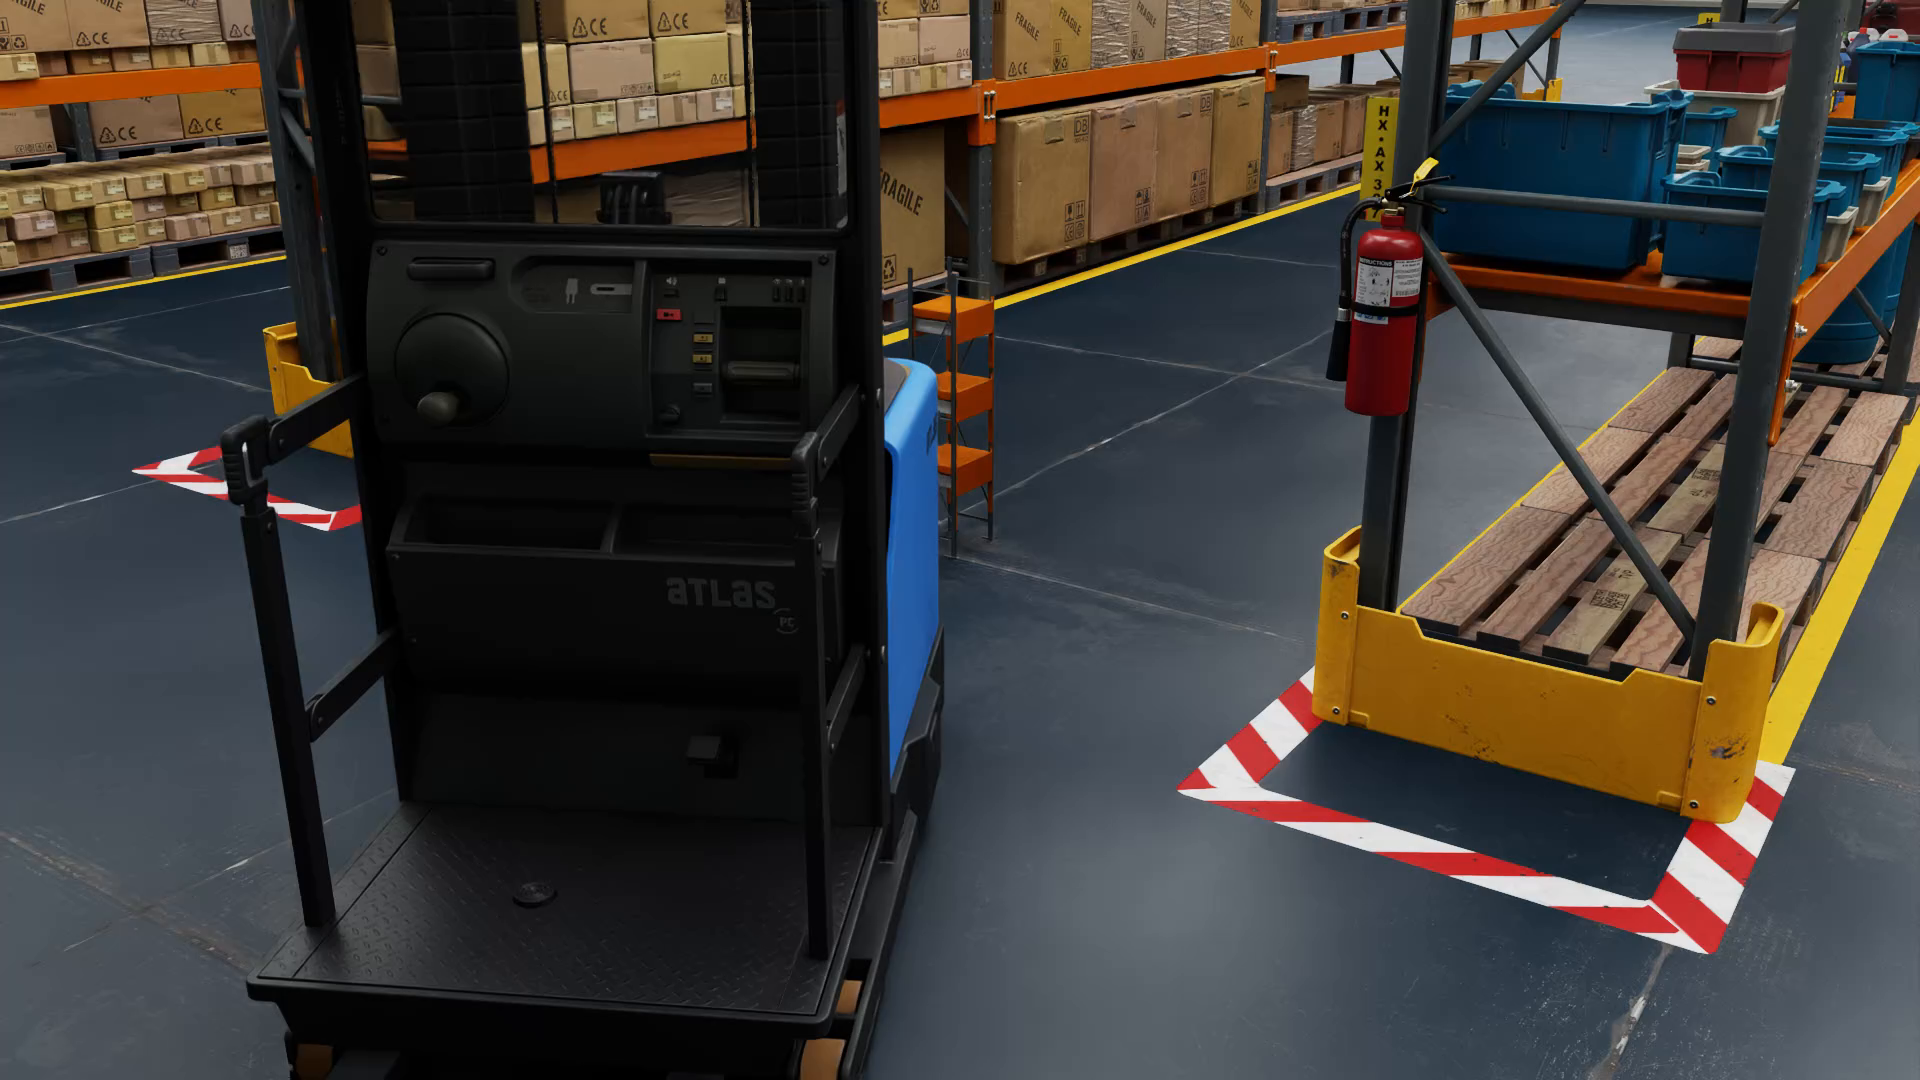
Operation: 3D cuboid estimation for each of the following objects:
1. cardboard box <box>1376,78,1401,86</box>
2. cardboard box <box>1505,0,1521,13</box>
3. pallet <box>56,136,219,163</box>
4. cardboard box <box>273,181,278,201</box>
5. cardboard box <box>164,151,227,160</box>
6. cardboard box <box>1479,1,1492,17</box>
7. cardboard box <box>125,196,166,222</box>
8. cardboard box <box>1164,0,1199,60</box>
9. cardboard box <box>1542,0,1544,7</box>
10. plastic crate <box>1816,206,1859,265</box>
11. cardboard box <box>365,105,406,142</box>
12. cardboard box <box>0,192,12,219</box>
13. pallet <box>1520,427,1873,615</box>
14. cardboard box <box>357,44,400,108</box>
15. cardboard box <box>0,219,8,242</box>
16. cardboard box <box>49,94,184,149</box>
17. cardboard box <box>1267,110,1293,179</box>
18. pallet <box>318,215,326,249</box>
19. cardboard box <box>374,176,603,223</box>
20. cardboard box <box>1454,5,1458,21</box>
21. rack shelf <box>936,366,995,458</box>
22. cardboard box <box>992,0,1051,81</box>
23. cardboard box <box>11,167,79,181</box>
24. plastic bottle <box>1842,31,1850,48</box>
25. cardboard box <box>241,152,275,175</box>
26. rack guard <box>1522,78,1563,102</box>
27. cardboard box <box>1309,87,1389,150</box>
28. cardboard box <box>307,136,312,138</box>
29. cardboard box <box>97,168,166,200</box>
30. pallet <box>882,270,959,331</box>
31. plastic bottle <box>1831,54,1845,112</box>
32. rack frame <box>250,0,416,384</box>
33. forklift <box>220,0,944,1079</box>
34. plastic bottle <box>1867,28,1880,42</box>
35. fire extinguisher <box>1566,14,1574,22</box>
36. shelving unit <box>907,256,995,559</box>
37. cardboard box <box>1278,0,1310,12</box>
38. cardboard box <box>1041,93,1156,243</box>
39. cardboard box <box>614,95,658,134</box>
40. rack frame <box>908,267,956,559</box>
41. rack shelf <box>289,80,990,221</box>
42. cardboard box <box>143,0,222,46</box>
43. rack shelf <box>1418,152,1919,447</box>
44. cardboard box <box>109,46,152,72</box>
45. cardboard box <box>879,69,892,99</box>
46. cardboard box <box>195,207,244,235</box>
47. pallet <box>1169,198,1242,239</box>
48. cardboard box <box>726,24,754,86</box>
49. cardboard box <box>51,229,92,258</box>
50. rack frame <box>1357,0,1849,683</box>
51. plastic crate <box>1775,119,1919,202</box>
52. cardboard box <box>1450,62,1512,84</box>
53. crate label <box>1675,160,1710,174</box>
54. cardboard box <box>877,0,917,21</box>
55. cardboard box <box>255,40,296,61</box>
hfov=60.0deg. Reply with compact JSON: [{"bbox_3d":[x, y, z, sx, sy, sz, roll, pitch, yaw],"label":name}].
[{"bbox_3d":[4.500,-4.379,16.778,0.500,0.500,0.500,12,24,30],"label":"cardboard box"},{"bbox_3d":[5.745,-5.705,17.725,0.380,0.149,0.250,13,24,32],"label":"cardboard box"},{"bbox_3d":[-8.080,-3.813,16.269,1.003,0.211,1.213,13,24,32],"label":"pallet"},{"bbox_3d":[-4.842,-2.505,11.790,0.380,0.149,0.250,14,24,33],"label":"cardboard box"},{"bbox_3d":[-5.394,-2.649,11.748,0.380,0.149,0.250,12,24,30],"label":"cardboard box"},{"bbox_3d":[5.188,-5.416,16.946,0.380,0.149,0.250,13,24,32],"label":"cardboard box"},{"bbox_3d":[-5.473,-2.203,10.971,0.380,0.149,0.250,12,23,29],"label":"cardboard box"},{"bbox_3d":[1.346,-3.665,11.706,0.500,0.500,0.500,12,24,30],"label":"cardboard box"},{"bbox_3d":[6.360,-6.084,18.751,0.380,0.149,0.250,13,24,32],"label":"cardboard box"},{"bbox_3d":[2.252,-0.826,4.467,0.250,0.136,0.298,13,24,32],"label":"plastic crate"},{"bbox_3d":[-2.576,-1.853,7.313,0.380,0.149,0.250,14,24,33],"label":"cardboard box"},{"bbox_3d":[-5.974,-2.024,10.059,0.380,0.149,0.250,12,23,29],"label":"cardboard box"},{"bbox_3d":[2.775,-0.108,6.254,1.003,0.211,1.213,13,24,32],"label":"pallet"},{"bbox_3d":[-2.451,-2.064,7.310,0.500,0.250,0.500,13,24,31],"label":"cardboard box"},{"bbox_3d":[-6.042,-1.900,10.154,0.380,0.149,0.250,14,25,34],"label":"cardboard box"},{"bbox_3d":[-8.169,-4.279,15.966,0.875,0.875,0.875,14,25,33],"label":"cardboard box"},{"bbox_3d":[2.353,-3.330,13.913,0.700,0.500,0.500,12,23,29],"label":"cardboard box"},{"bbox_3d":[-4.649,-2.441,12.560,1.003,0.211,1.213,13,24,32],"label":"pallet"},{"bbox_3d":[-2.210,-1.204,7.654,0.875,0.875,0.875,13,24,32],"label":"cardboard box"},{"bbox_3d":[4.611,-5.133,16.180,0.380,0.149,0.250,13,24,32],"label":"cardboard box"},{"bbox_3d":[-0.030,-0.467,6.045,0.215,0.259,0.240,13,24,32],"label":"rack shelf"},{"bbox_3d":[0.210,-3.082,10.130,0.500,0.500,0.500,13,24,32],"label":"cardboard box"},{"bbox_3d":[-6.034,-2.363,10.976,0.380,0.149,0.250,12,24,30],"label":"cardboard box"},{"bbox_3d":[5.206,-2.856,9.830,0.061,0.283,0.133,13,24,32],"label":"plastic bottle"},{"bbox_3d":[-4.816,-2.626,11.686,0.380,0.149,0.250,12,23,29],"label":"cardboard box"},{"bbox_3d":[6.448,-5.201,19.605,1.175,0.500,0.348,13,24,32],"label":"rack guard"},{"bbox_3d":[3.595,-3.976,15.660,0.700,0.500,0.500,13,24,31],"label":"cardboard box"},{"bbox_3d":[-4.869,-2.961,12.594,0.380,0.149,0.250,15,25,34],"label":"cardboard box"},{"bbox_3d":[-5.436,-2.339,10.910,0.380,0.149,0.250,14,25,34],"label":"cardboard box"},{"bbox_3d":[-0.747,-1.441,9.858,1.003,0.211,1.213,13,24,32],"label":"pallet"},{"bbox_3d":[4.310,-2.316,8.272,0.144,0.351,0.185,13,24,32],"label":"plastic bottle"},{"bbox_3d":[-2.504,-1.805,6.820,1.000,3.000,0.127,13,24,32],"label":"rack frame"},{"bbox_3d":[-0.724,-0.372,3.045,1.130,2.935,3.031,2,20,6],"label":"forklift"},{"bbox_3d":[5.579,-3.015,10.270,0.152,0.276,0.135,13,24,32],"label":"plastic bottle"},{"bbox_3d":[6.936,-6.302,19.090,0.296,0.674,0.183,13,24,32],"label":"fire extinguisher"},{"bbox_3d":[-0.030,-0.477,6.041,0.215,1.050,0.252,13,24,32],"label":"shelving unit"},{"bbox_3d":[2.495,-4.686,13.861,0.700,0.500,0.500,18,27,40],"label":"cardboard box"},{"bbox_3d":[0.590,-2.597,11.419,1.225,0.875,0.875,12,24,30],"label":"cardboard box"},{"bbox_3d":[-1.599,-1.947,7.566,0.380,0.149,0.250,13,24,31],"label":"cardboard box"},{"bbox_3d":[-0.099,-0.442,5.947,0.200,1.050,0.008,13,24,32],"label":"rack frame"},{"bbox_3d":[-1.380,-2.041,8.496,1.077,0.370,4.000,13,24,32],"label":"rack shelf"},{"bbox_3d":[-5.221,-3.506,10.847,0.500,0.500,0.500,13,24,30],"label":"cardboard box"},{"bbox_3d":[2.717,-1.075,5.884,1.077,0.370,4.000,13,24,32],"label":"rack shelf"},{"bbox_3d":[-5.424,-3.099,10.682,0.380,0.149,0.250,13,24,31],"label":"cardboard box"},{"bbox_3d":[-0.589,-2.462,8.958,0.380,0.149,0.250,14,24,33],"label":"cardboard box"},{"bbox_3d":[-5.131,-2.195,11.379,0.380,0.149,0.250,13,24,32],"label":"cardboard box"},{"bbox_3d":[1.488,-2.581,12.937,1.003,0.211,1.213,13,24,32],"label":"pallet"},{"bbox_3d":[-1.150,-2.403,8.226,0.500,0.250,0.500,13,24,31],"label":"cardboard box"},{"bbox_3d":[-5.777,-1.912,10.615,0.380,0.149,0.250,14,24,32],"label":"cardboard box"},{"bbox_3d":[1.592,-0.839,4.208,1.000,3.000,0.127,13,24,32],"label":"rack frame"},{"bbox_3d":[2.912,-1.259,5.499,0.416,0.233,0.300,13,24,32],"label":"plastic crate"},{"bbox_3d":[5.818,-5.066,18.634,0.500,0.500,0.500,-17,26,-38],"label":"cardboard box"},{"bbox_3d":[2.212,-1.177,5.418,0.396,0.136,0.243,13,24,32],"label":"crate label"},{"bbox_3d":[-0.578,-3.046,8.883,0.500,0.500,0.500,14,24,32],"label":"cardboard box"},{"bbox_3d":[-4.815,-3.390,11.468,0.380,0.149,0.250,12,23,30],"label":"cardboard box"}]
